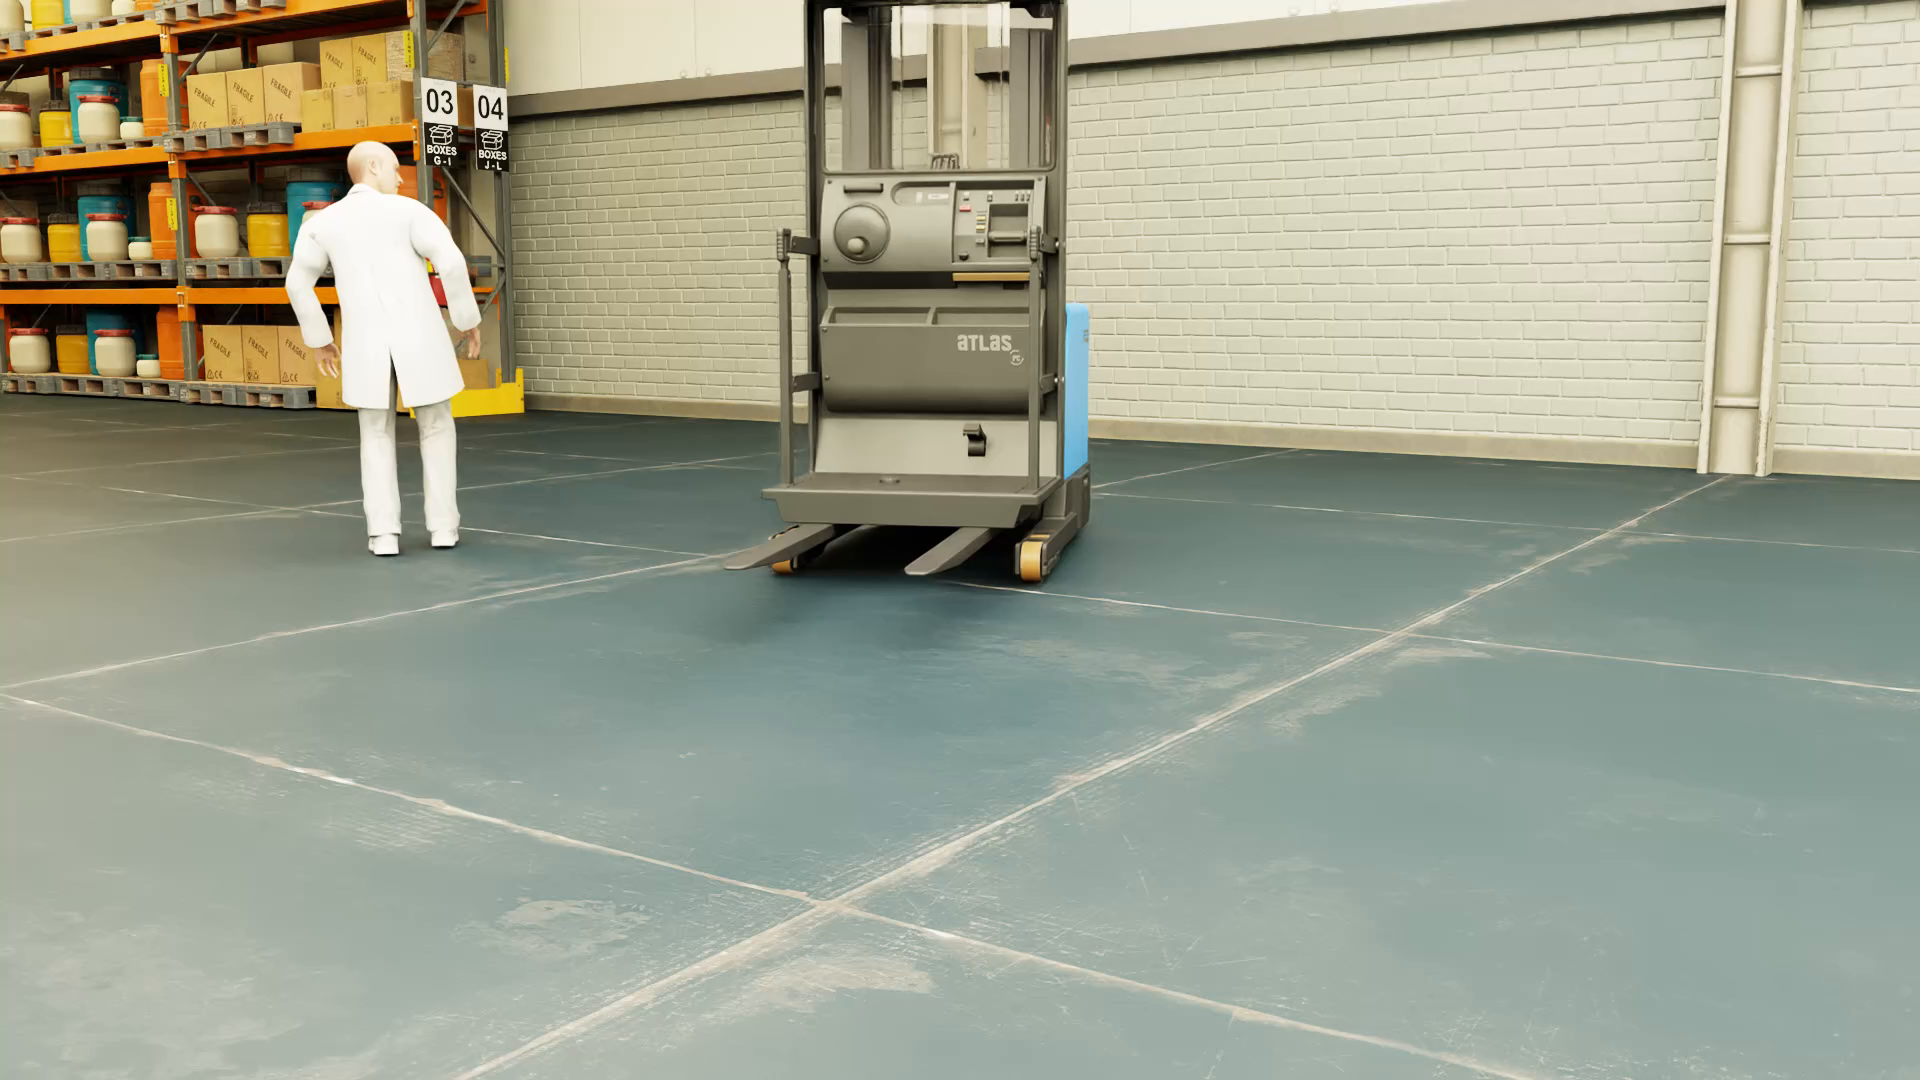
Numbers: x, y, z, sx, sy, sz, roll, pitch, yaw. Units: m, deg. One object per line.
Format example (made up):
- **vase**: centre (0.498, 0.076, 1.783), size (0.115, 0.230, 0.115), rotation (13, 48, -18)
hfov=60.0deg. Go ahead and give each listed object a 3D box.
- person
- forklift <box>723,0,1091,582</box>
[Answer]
- **person**: centre (-2.476, -0.832, 7.240), size (0.799, 1.755, 0.557), rotation (-1, 8, -7)
- **forklift**: centre (-0.151, -1.341, 6.623), size (1.130, 2.935, 3.031), rotation (2, 8, 11)
